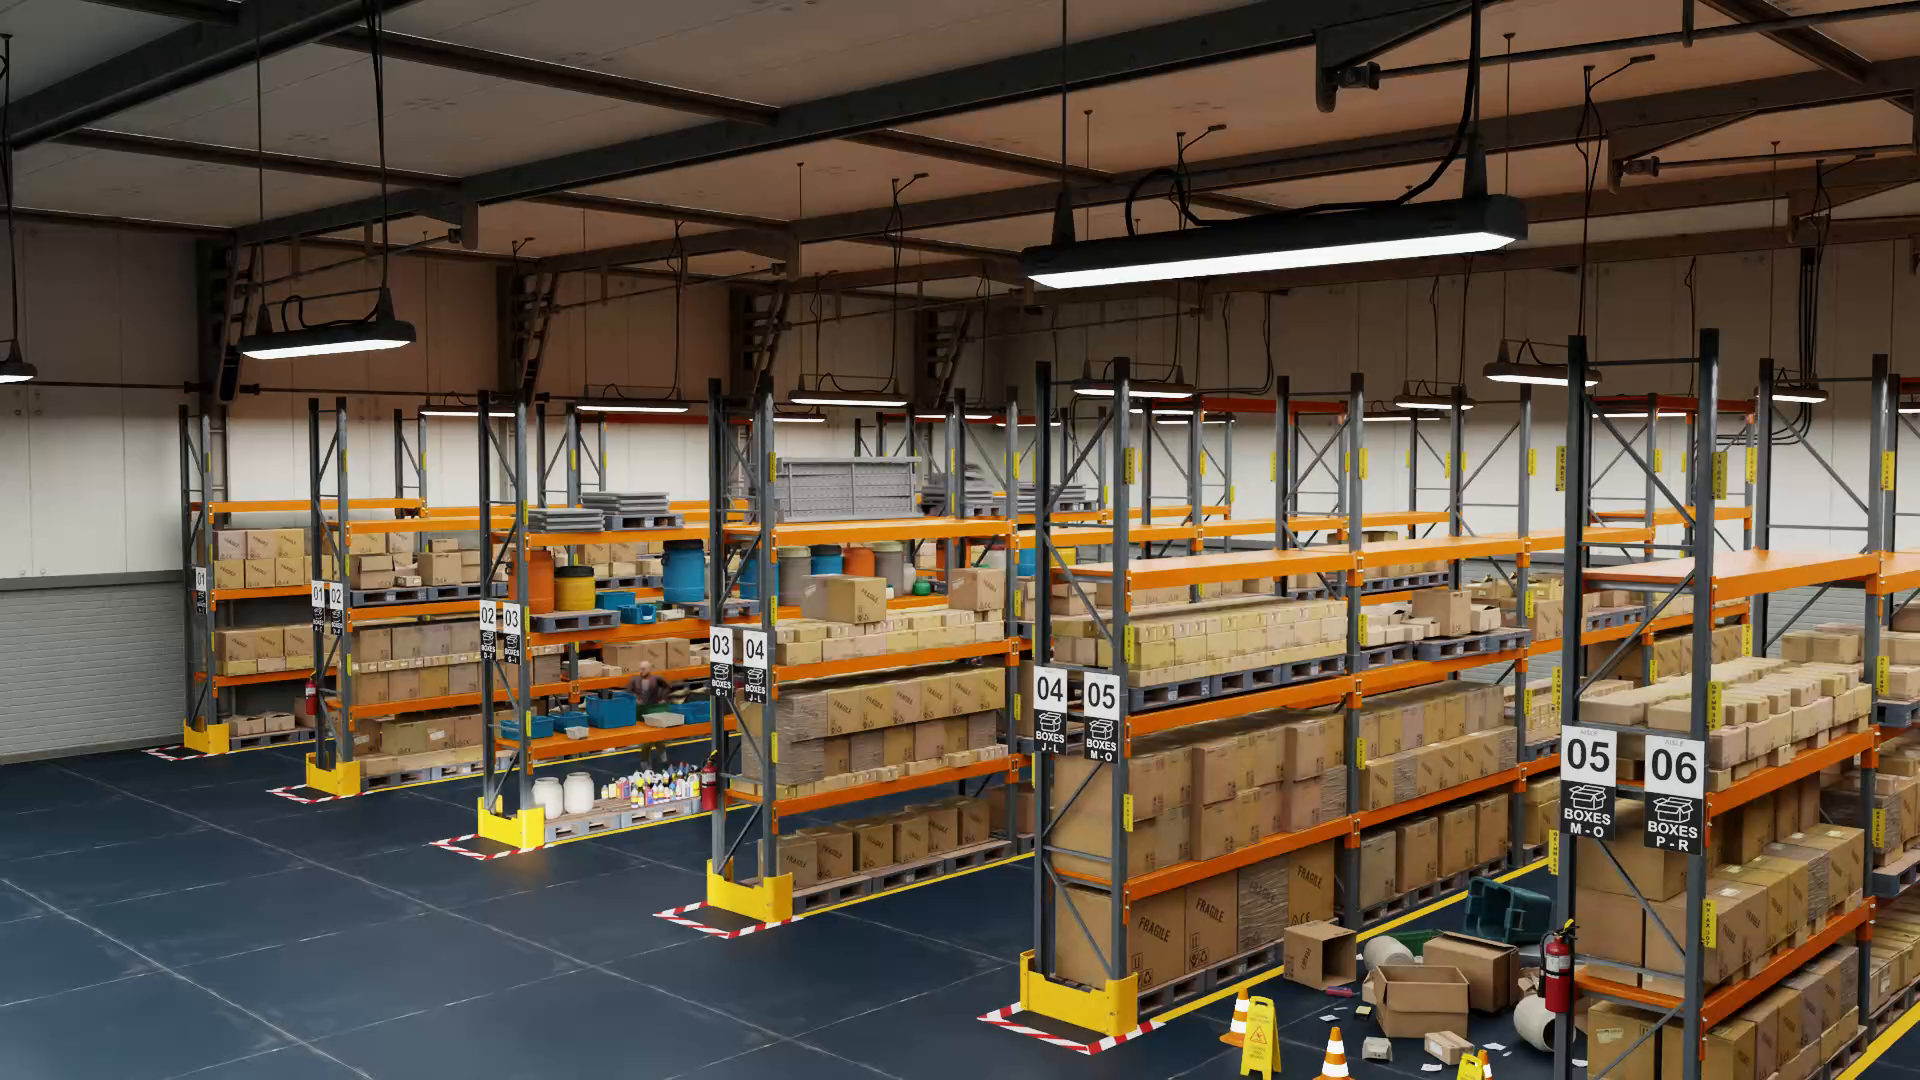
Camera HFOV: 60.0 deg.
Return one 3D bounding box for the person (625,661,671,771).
[{"bbox_3d":[-5.111,2.845,27.326,0.661,1.769,0.902,1,3,11],"label":"person"}]
